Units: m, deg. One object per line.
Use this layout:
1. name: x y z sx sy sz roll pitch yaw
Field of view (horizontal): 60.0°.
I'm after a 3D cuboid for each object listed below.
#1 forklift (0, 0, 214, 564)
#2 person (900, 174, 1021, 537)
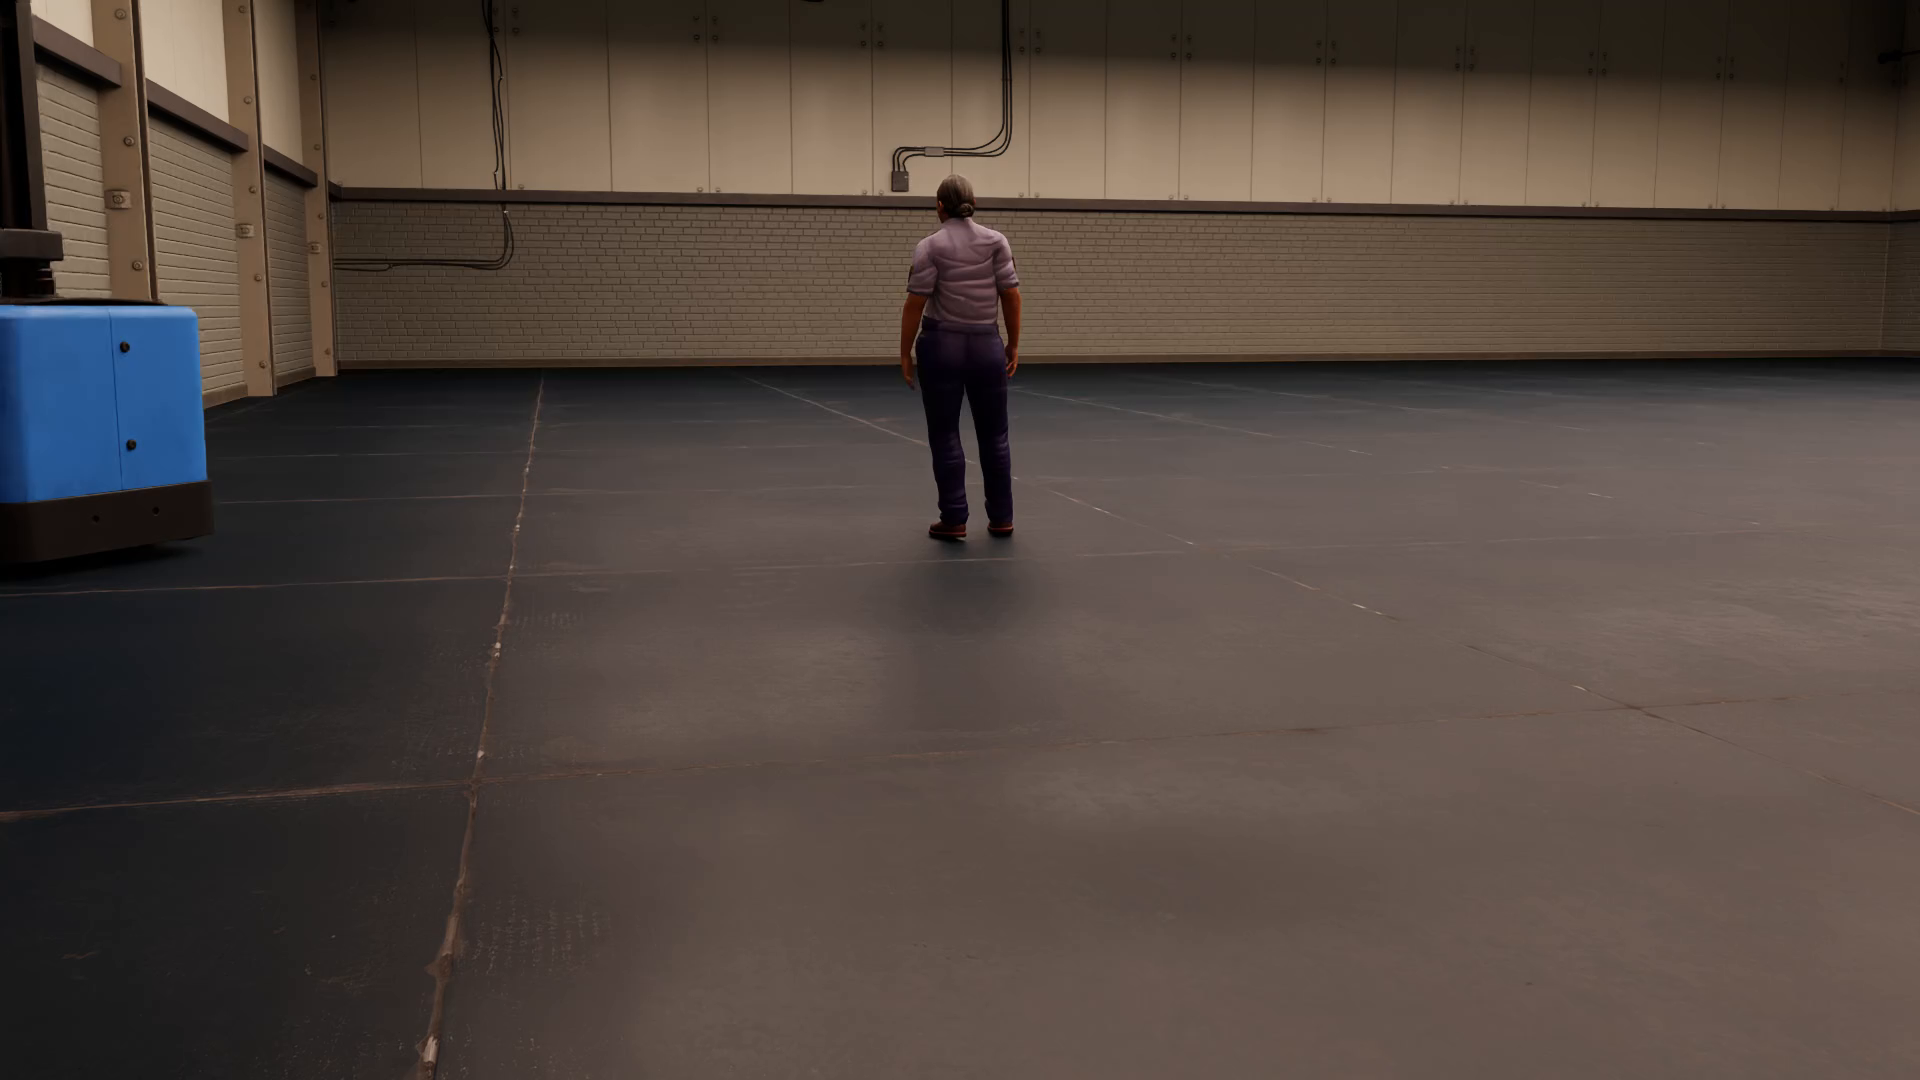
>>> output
1. forklift: -4.888 -1.424 7.310 3.031 2.935 1.130 3 9 21
2. person: 0.002 -0.836 7.684 0.598 1.651 0.502 -2 8 -13
